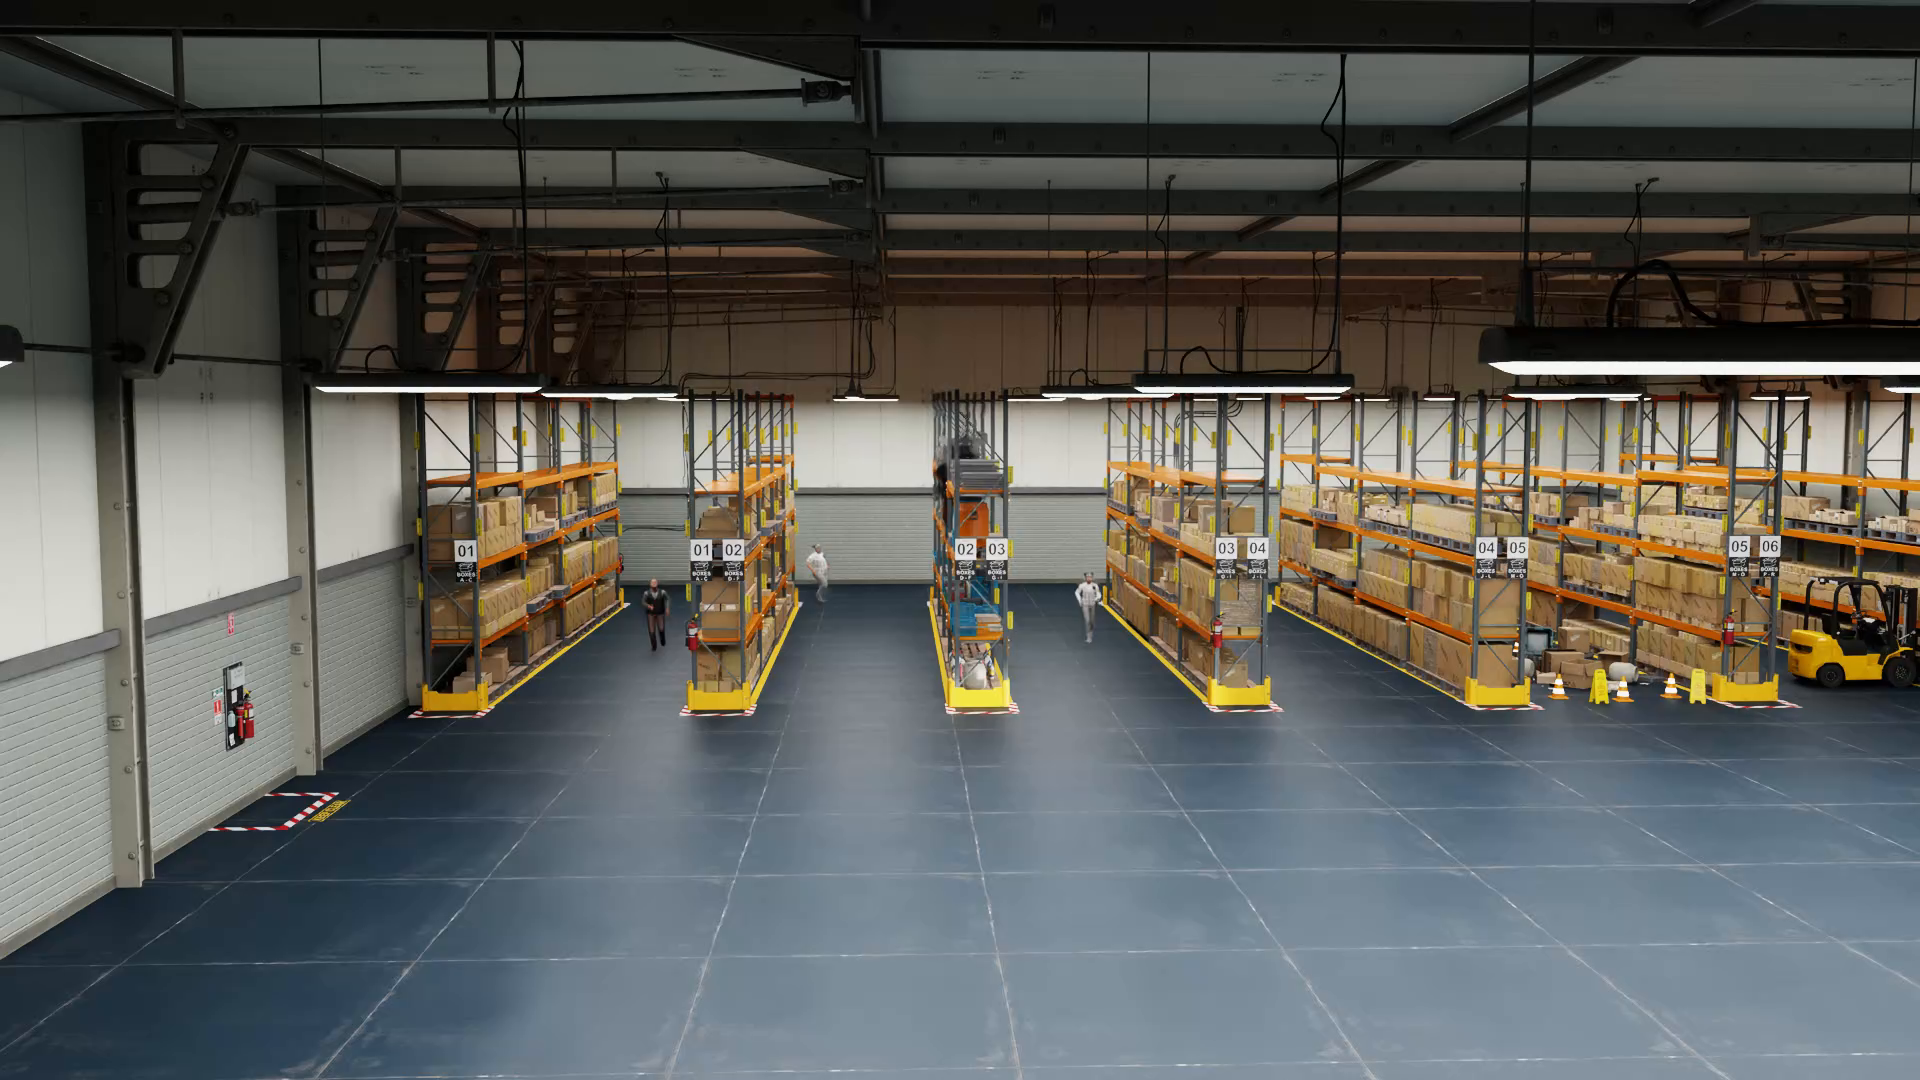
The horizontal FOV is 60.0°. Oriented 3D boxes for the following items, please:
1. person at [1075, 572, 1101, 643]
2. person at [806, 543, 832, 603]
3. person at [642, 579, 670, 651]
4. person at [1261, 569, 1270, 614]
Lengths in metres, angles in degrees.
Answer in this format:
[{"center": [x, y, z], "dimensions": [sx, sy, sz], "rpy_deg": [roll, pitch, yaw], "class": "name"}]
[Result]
[{"center": [3.113, 1.601, 40.272], "dimensions": [0.620, 1.700, 0.753], "rpy_deg": [0, 5, -3], "class": "person"}, {"center": [-4.023, 0.953, 47.926], "dimensions": [0.575, 1.740, 0.737], "rpy_deg": [3, 6, 32], "class": "person"}, {"center": [-7.051, 1.748, 38.606], "dimensions": [0.669, 1.685, 0.591], "rpy_deg": [-1, 5, -11], "class": "person"}, {"center": [8.105, 1.238, 44.844], "dimensions": [0.580, 1.654, 0.904], "rpy_deg": [0, 5, -4], "class": "person"}]
